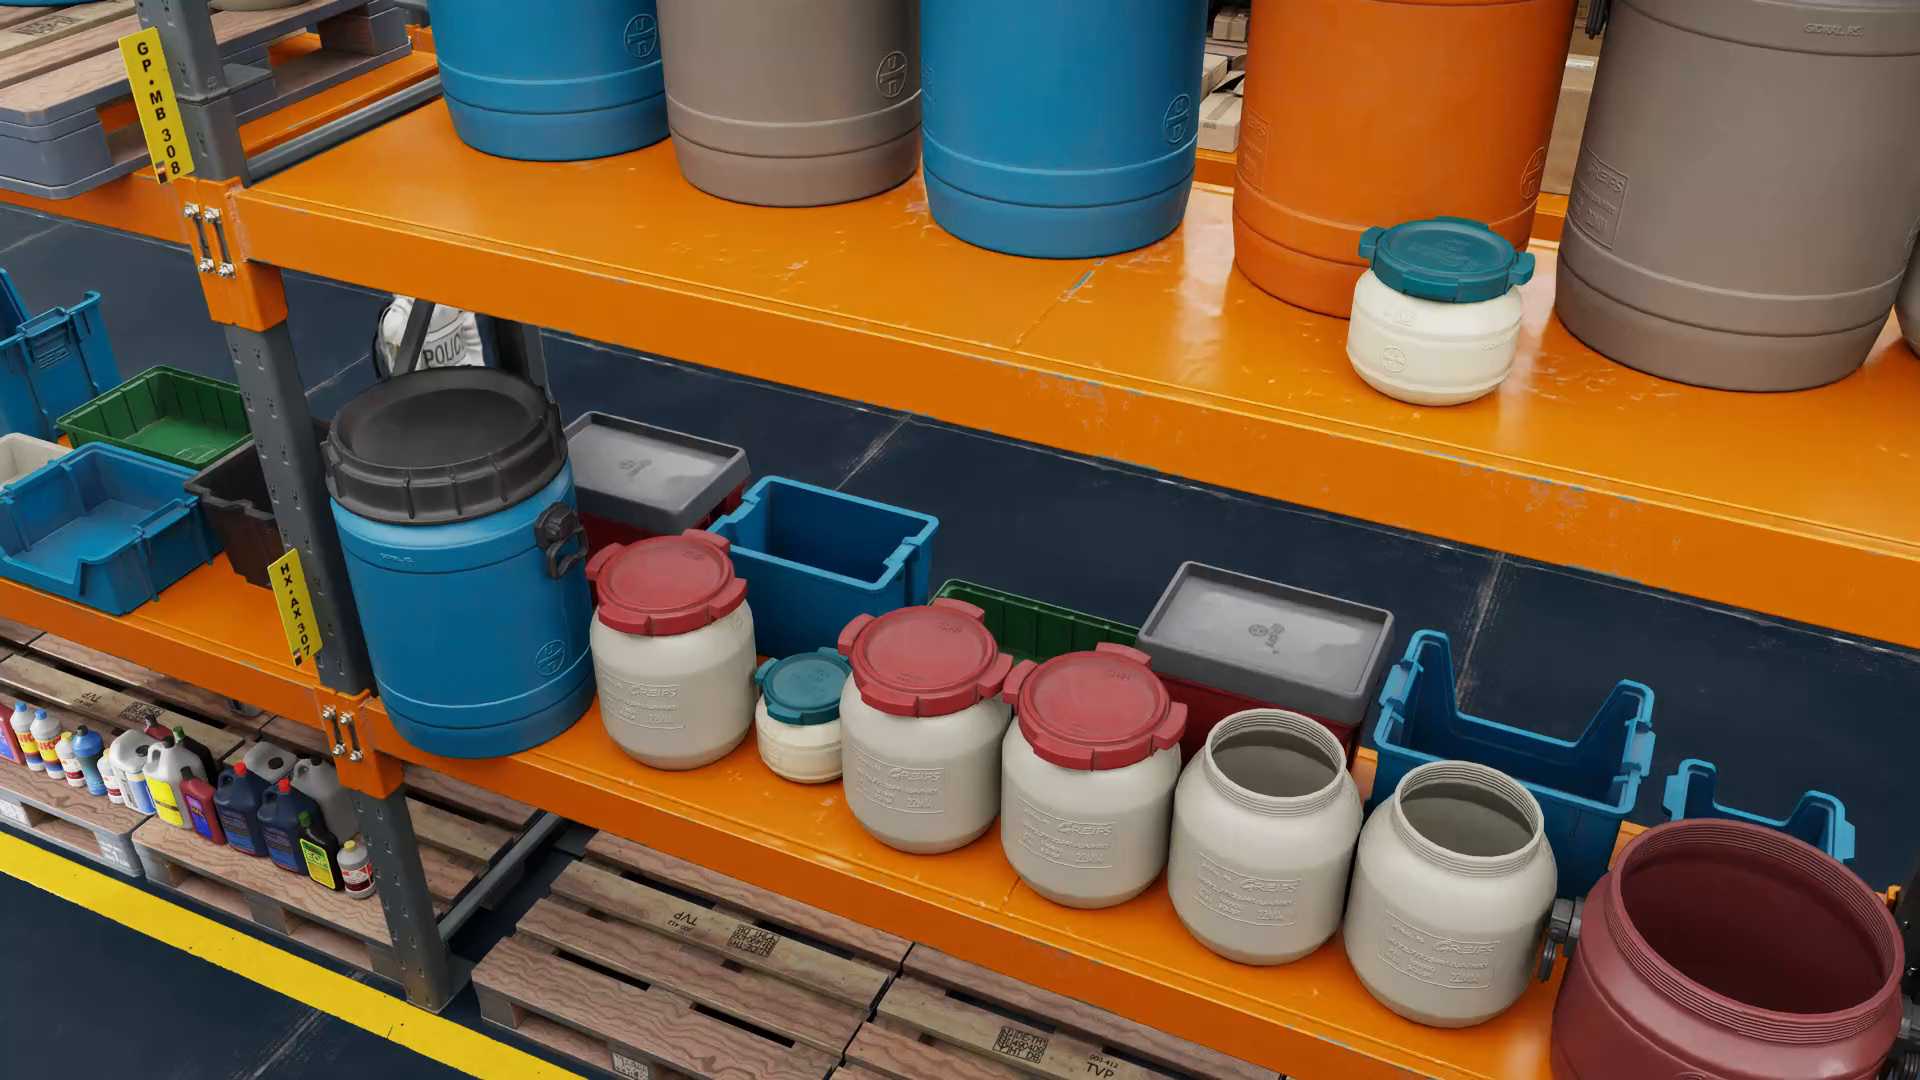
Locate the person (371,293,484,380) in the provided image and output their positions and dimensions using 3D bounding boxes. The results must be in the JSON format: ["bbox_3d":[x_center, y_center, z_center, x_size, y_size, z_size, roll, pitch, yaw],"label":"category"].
[{"bbox_3d":[-2.148,-0.543,6.873,0.455,1.684,0.484,14,37,20],"label":"person"}]
